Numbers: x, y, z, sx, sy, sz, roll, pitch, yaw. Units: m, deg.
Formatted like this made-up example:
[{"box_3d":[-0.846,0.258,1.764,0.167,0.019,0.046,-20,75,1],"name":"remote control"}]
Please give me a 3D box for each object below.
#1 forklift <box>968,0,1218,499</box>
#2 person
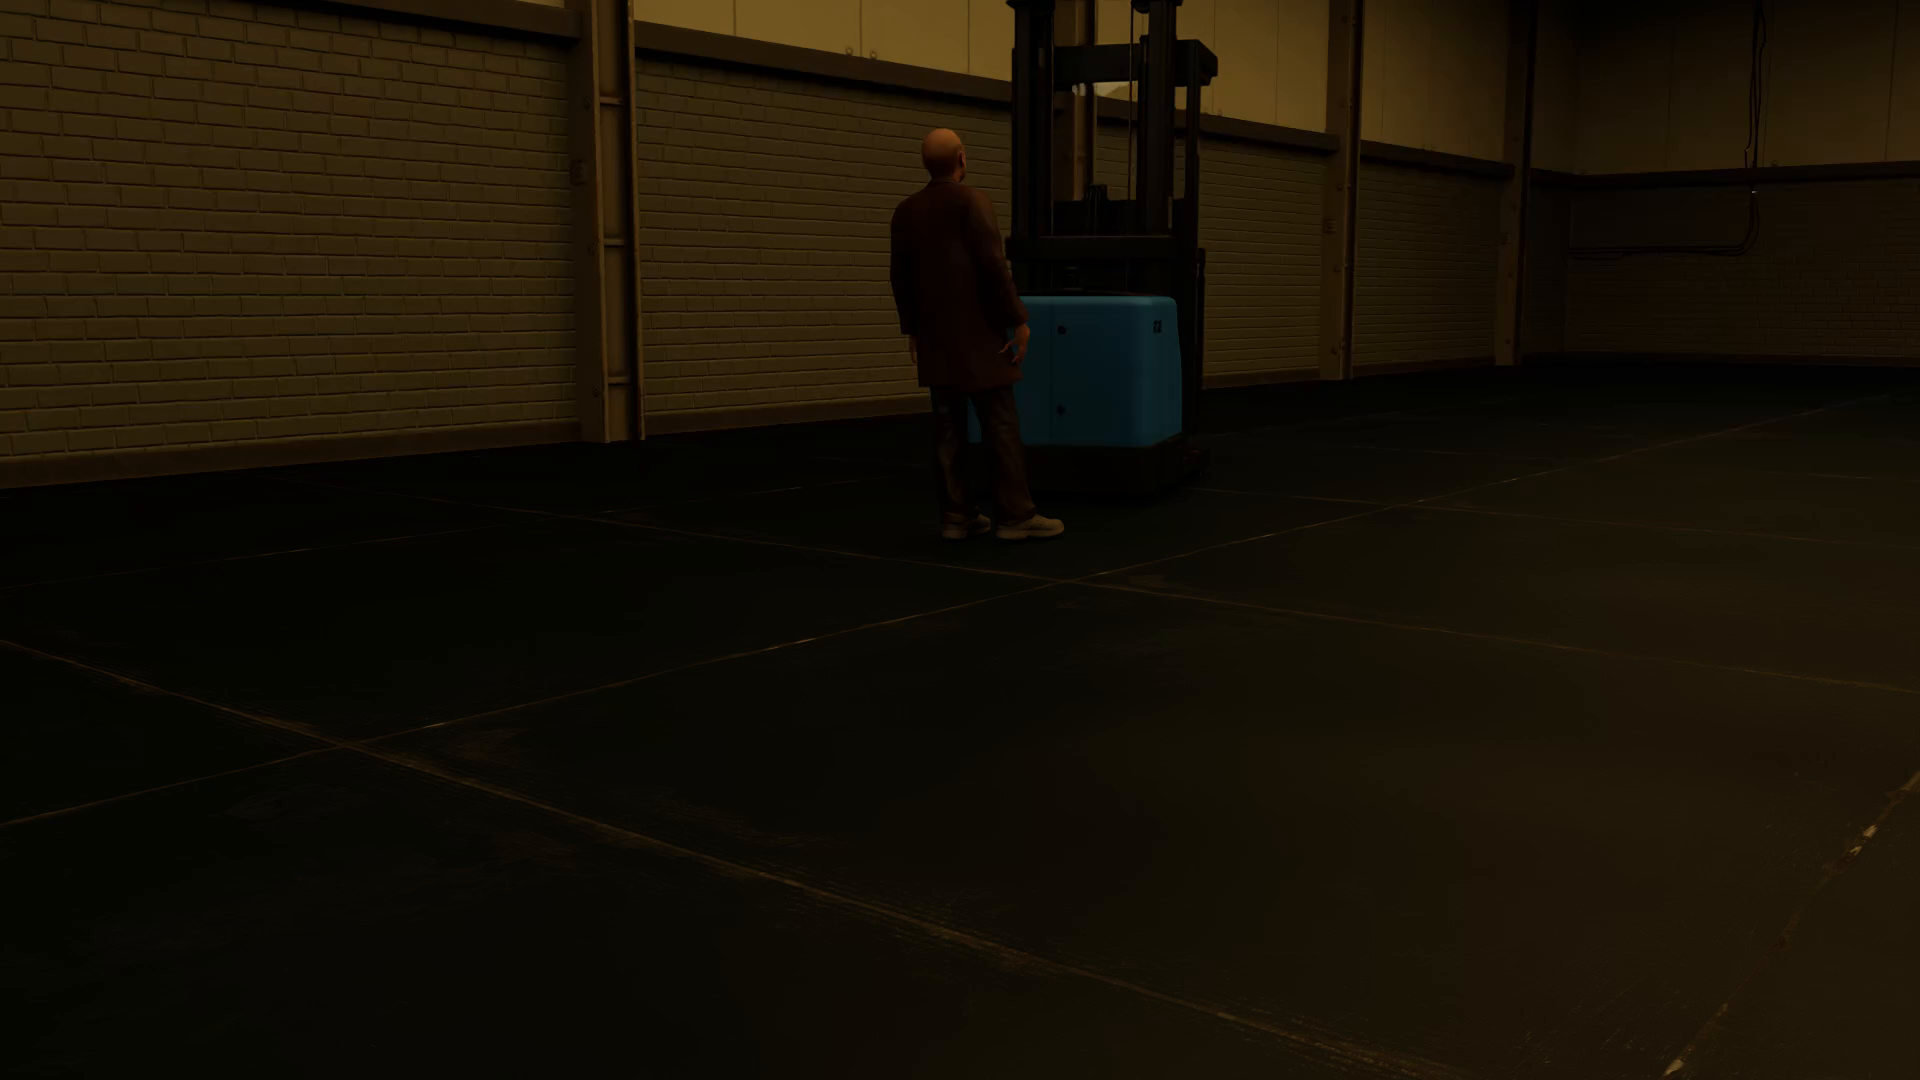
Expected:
[{"box_3d":[0.905,-1.842,9.869,1.130,2.935,3.031,3,9,17],"name":"forklift"},{"box_3d":[0.061,-0.897,7.344,0.696,1.778,0.579,7,11,38],"name":"person"}]
